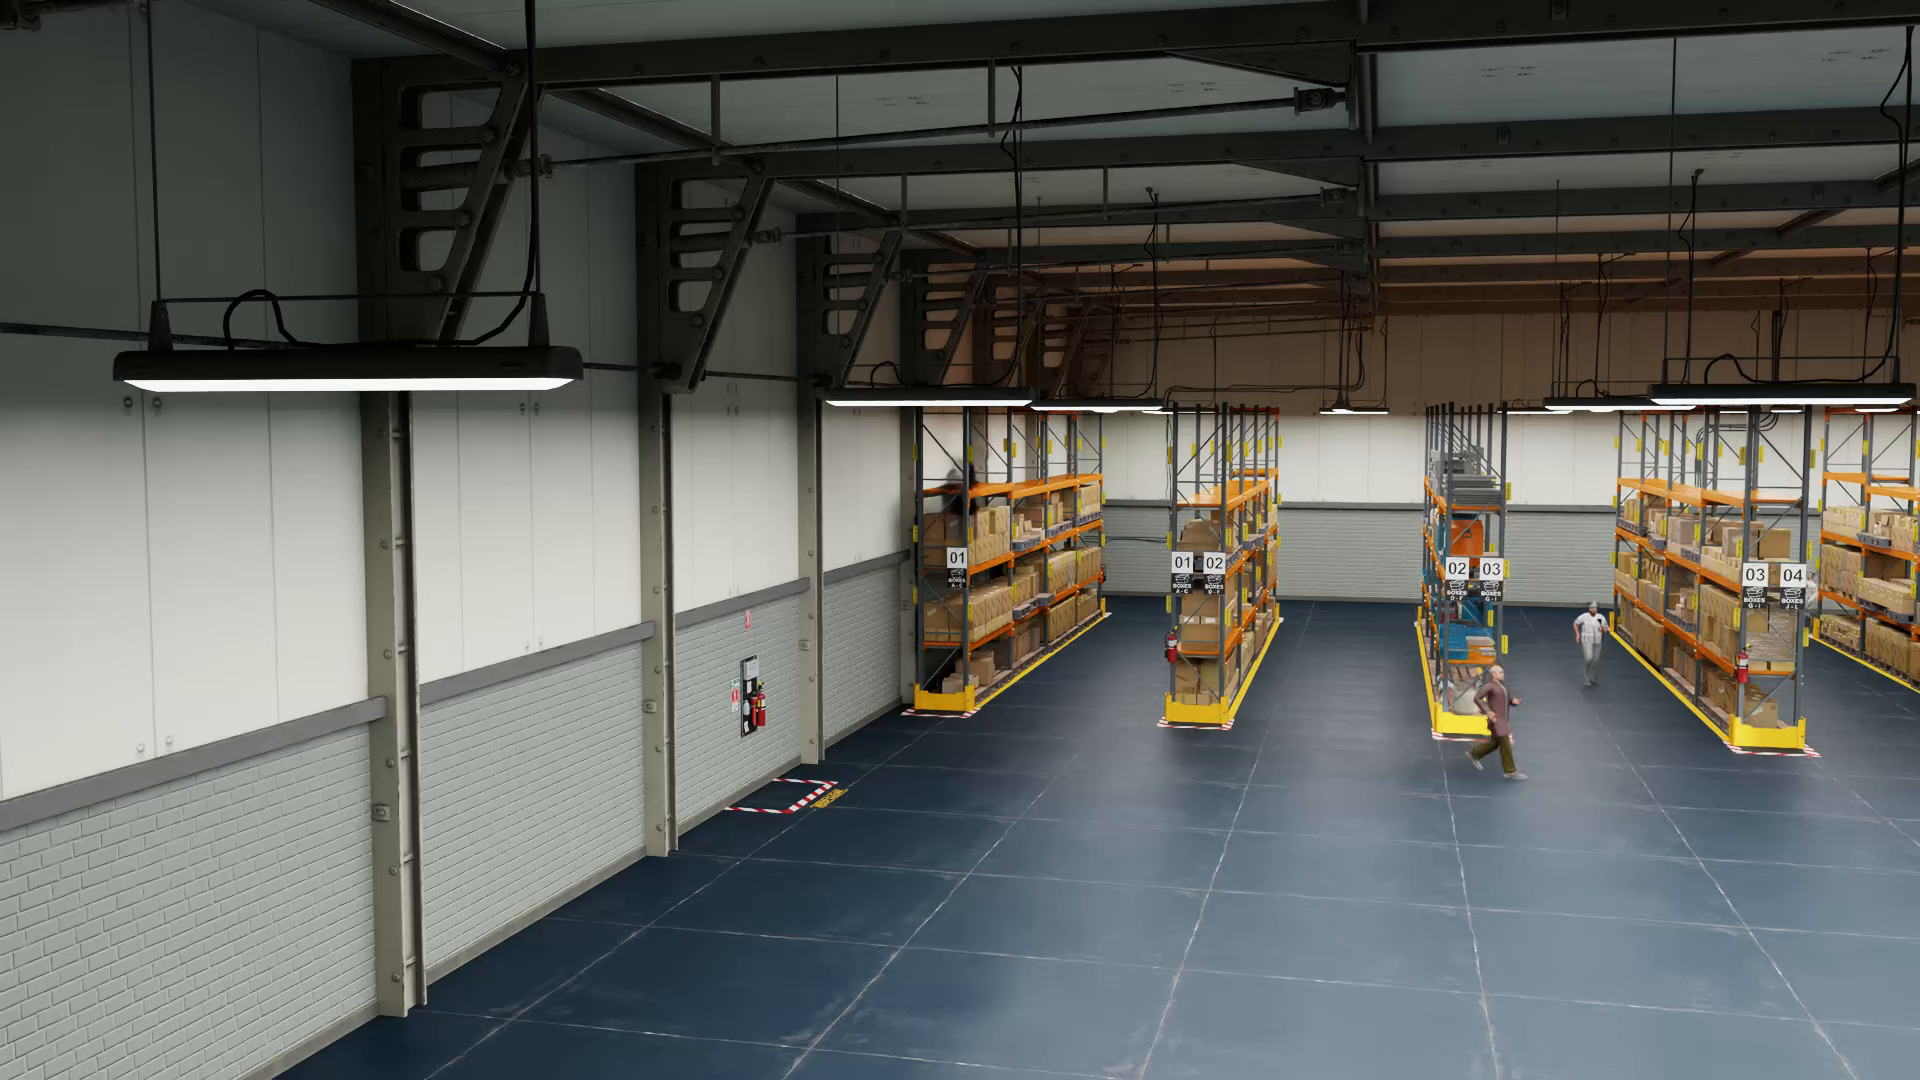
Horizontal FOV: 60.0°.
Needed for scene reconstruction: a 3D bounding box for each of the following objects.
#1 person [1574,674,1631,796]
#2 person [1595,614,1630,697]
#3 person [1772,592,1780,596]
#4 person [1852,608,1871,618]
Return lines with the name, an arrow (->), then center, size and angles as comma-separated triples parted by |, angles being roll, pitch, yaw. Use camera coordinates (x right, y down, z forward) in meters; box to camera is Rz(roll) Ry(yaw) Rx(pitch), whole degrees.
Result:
person -> 9.796, 2.966, 25.364 | 0.825, 1.842, 0.668 | 3, 5, 32
person -> 13.339, 2.356, 33.943 | 0.651, 1.721, 0.632 | 0, 4, 4
person -> 21.241, 1.665, 43.863 | 0.964, 1.630, 0.690 | -4, 6, -41
person -> 23.886, 1.676, 44.087 | 0.683, 1.592, 0.814 | -2, 5, -30
